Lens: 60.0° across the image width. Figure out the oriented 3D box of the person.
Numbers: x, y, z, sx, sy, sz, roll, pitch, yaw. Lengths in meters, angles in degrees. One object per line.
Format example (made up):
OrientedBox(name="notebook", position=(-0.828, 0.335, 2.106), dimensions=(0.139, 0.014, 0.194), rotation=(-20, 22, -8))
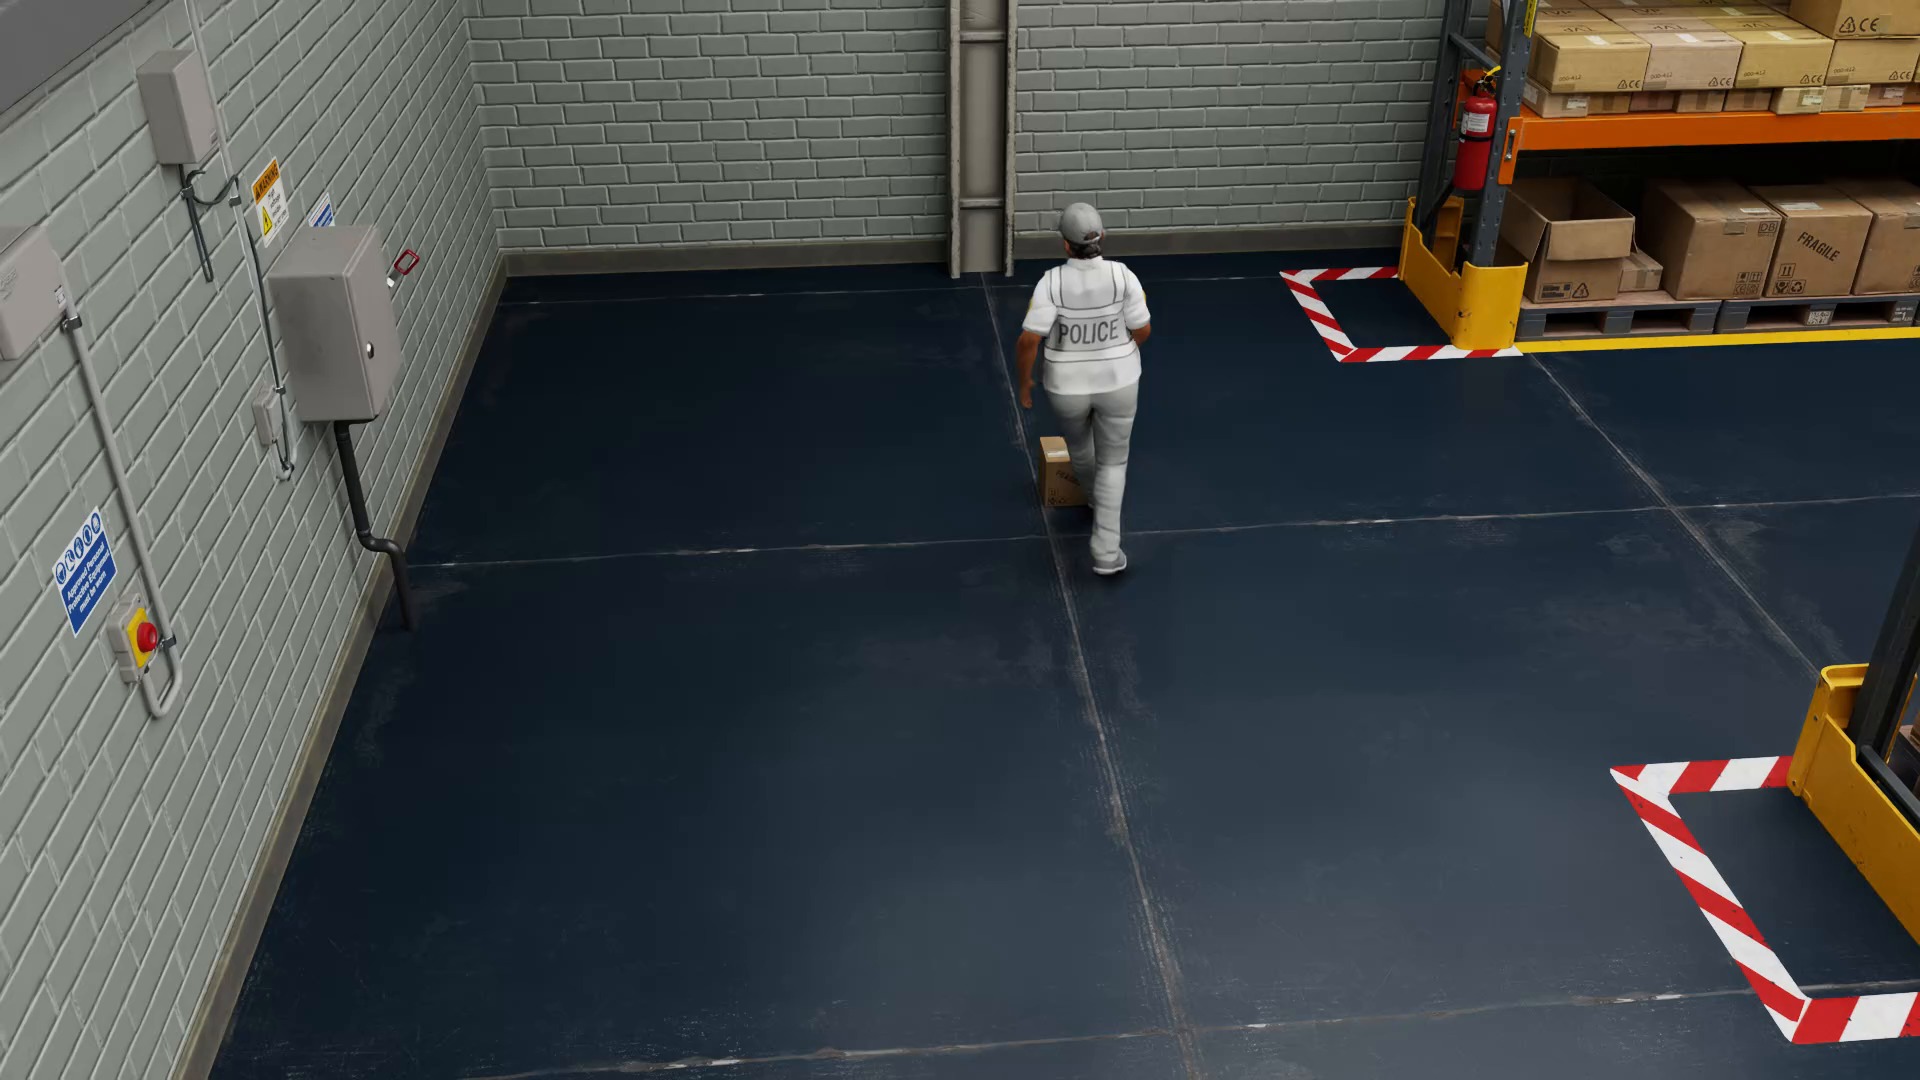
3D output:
OrientedBox(name="person", position=(0.558, -0.728, 7.355), dimensions=(0.553, 1.621, 0.946), rotation=(6, 32, 10))
